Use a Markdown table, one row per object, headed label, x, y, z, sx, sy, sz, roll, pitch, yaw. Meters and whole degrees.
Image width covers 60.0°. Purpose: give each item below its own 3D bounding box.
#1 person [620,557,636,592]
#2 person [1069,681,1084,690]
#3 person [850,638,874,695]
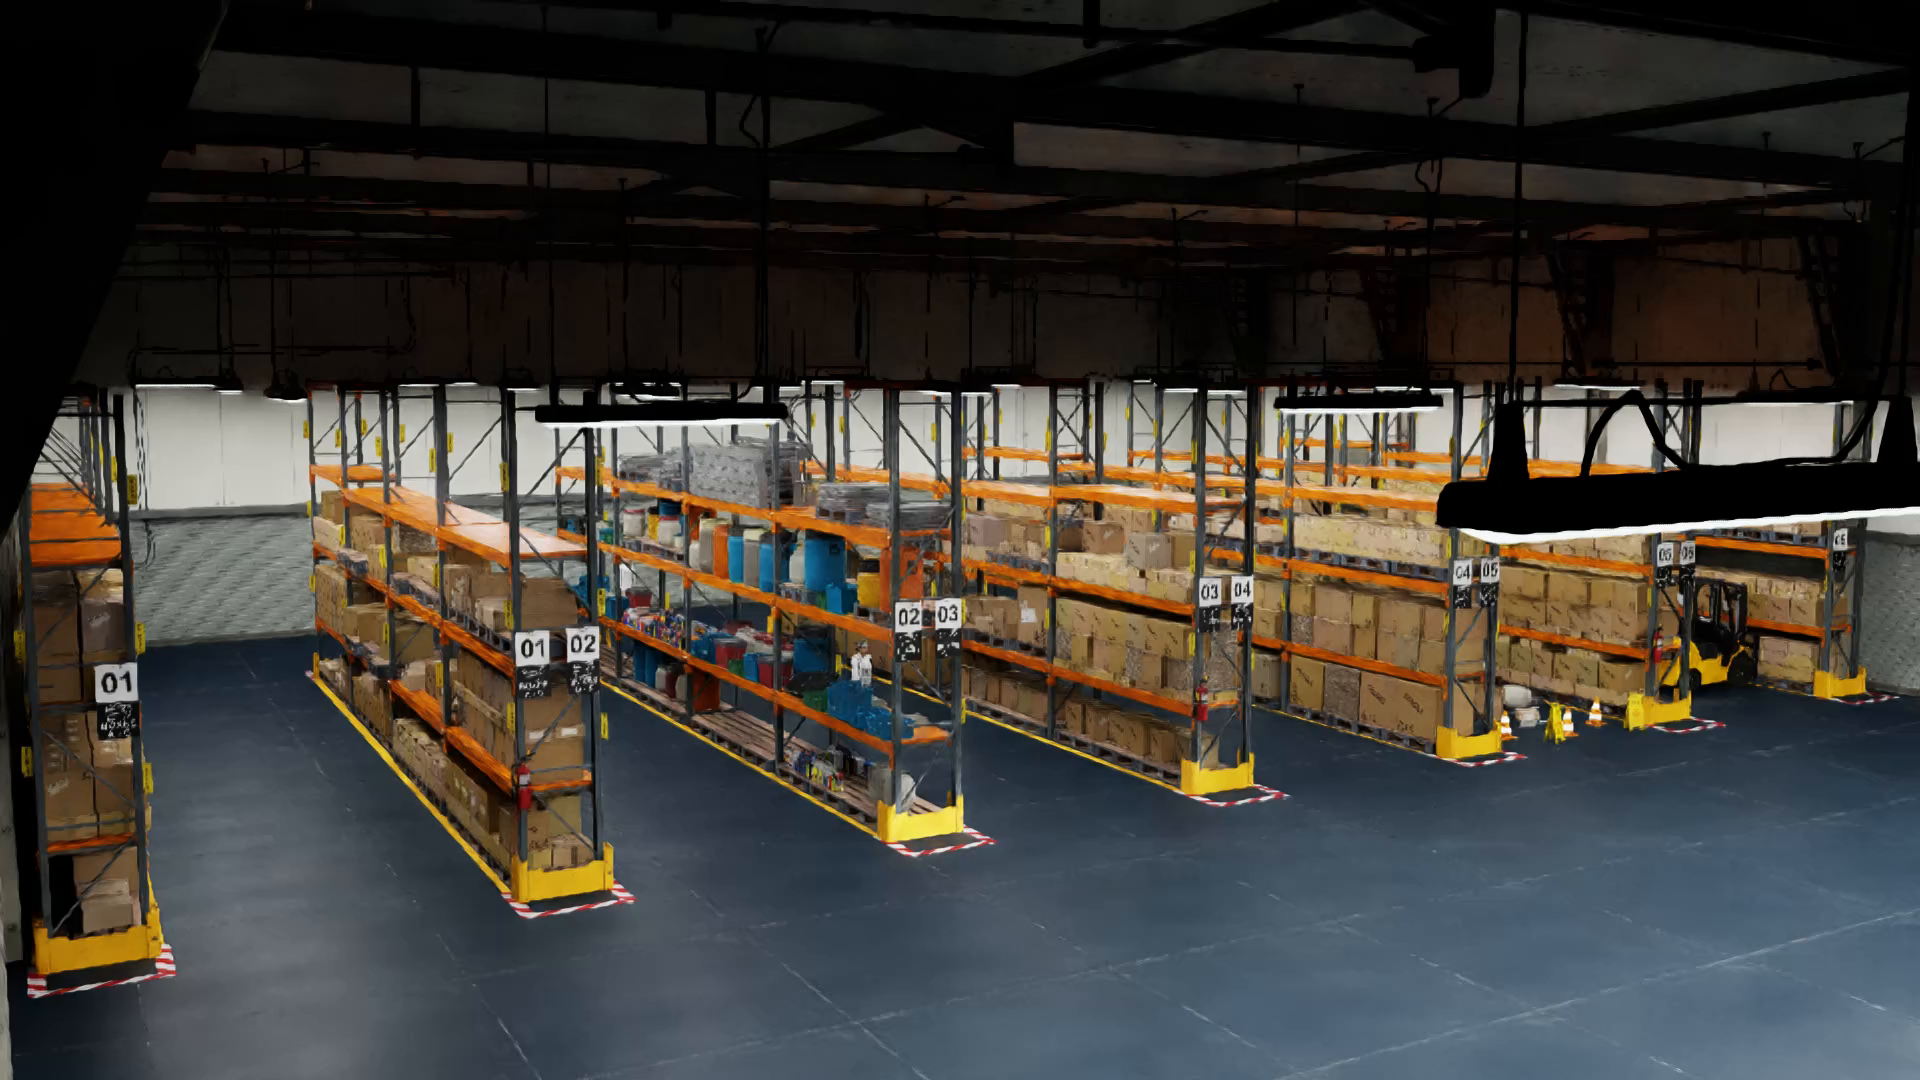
| label | x | y | z | sx | sy | sz | roll | pitch | yaw |
| --- | --- | --- | --- | --- | --- | --- | --- | --- | --- |
| person | -8.105 | 1.201 | 39.942 | 0.558 | 1.768 | 0.766 | 2 | 7 | 22 |
| person | 2.208 | 2.277 | 31.014 | 0.566 | 1.541 | 0.519 | -4 | 7 | -31 |
| person | -1.682 | 2.474 | 28.529 | 0.483 | 1.616 | 0.993 | -5 | 8 | -37 |
